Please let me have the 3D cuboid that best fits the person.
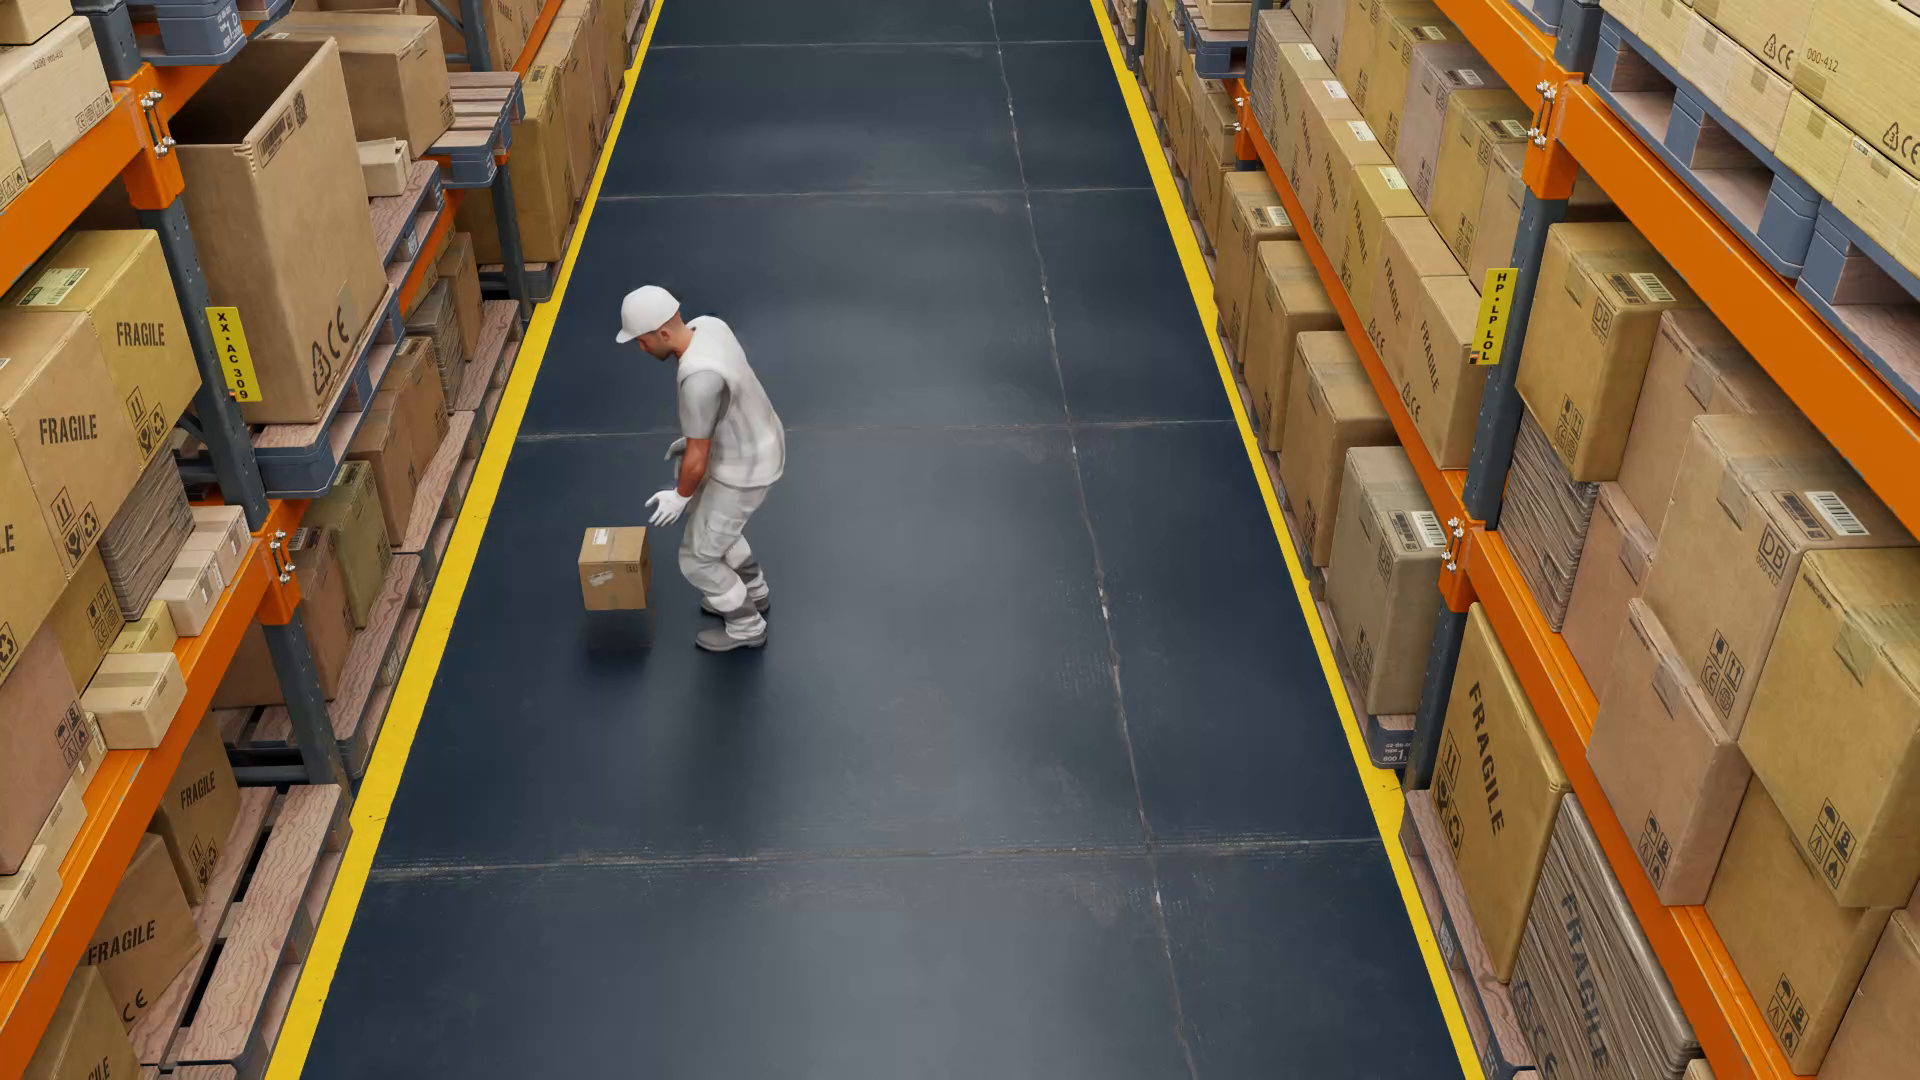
[{"bbox_3d":[-1.001,-0.277,6.664,0.602,1.627,0.568,-1,35,-1],"label":"person"}]
